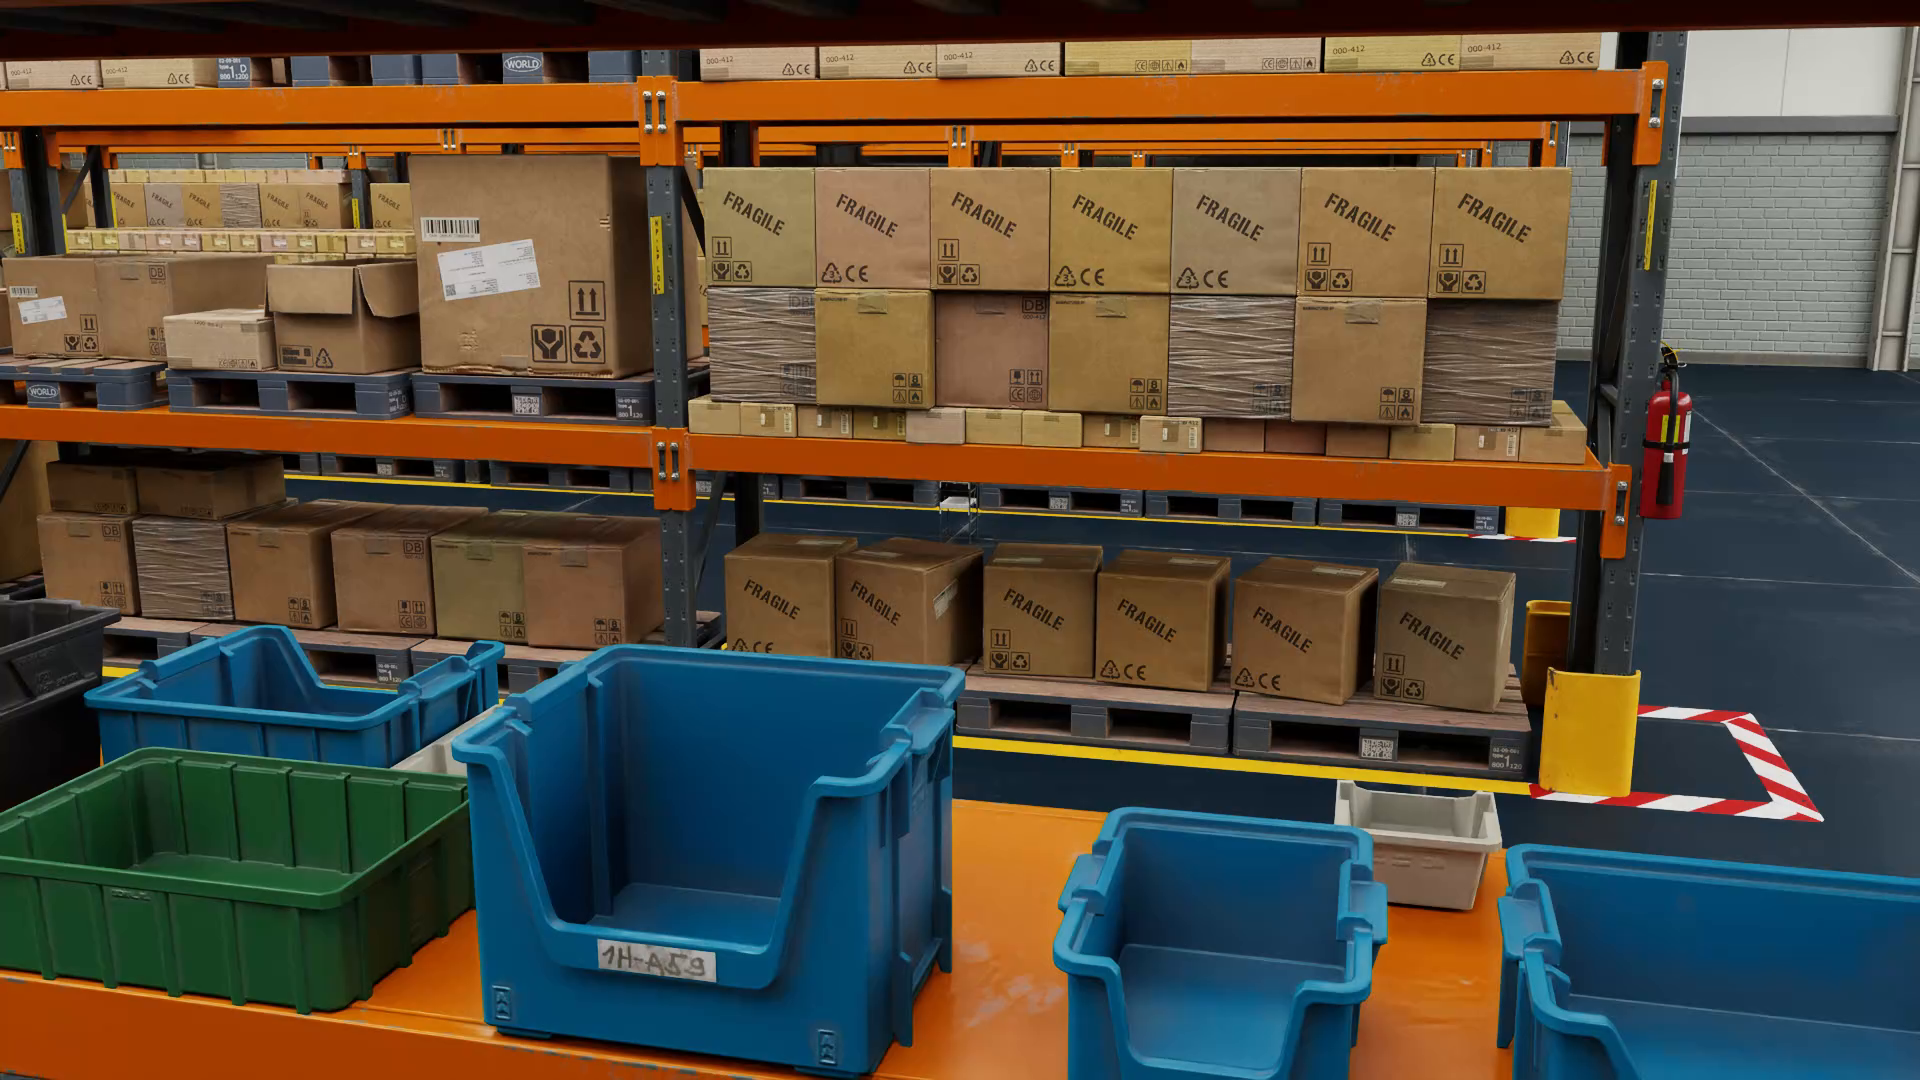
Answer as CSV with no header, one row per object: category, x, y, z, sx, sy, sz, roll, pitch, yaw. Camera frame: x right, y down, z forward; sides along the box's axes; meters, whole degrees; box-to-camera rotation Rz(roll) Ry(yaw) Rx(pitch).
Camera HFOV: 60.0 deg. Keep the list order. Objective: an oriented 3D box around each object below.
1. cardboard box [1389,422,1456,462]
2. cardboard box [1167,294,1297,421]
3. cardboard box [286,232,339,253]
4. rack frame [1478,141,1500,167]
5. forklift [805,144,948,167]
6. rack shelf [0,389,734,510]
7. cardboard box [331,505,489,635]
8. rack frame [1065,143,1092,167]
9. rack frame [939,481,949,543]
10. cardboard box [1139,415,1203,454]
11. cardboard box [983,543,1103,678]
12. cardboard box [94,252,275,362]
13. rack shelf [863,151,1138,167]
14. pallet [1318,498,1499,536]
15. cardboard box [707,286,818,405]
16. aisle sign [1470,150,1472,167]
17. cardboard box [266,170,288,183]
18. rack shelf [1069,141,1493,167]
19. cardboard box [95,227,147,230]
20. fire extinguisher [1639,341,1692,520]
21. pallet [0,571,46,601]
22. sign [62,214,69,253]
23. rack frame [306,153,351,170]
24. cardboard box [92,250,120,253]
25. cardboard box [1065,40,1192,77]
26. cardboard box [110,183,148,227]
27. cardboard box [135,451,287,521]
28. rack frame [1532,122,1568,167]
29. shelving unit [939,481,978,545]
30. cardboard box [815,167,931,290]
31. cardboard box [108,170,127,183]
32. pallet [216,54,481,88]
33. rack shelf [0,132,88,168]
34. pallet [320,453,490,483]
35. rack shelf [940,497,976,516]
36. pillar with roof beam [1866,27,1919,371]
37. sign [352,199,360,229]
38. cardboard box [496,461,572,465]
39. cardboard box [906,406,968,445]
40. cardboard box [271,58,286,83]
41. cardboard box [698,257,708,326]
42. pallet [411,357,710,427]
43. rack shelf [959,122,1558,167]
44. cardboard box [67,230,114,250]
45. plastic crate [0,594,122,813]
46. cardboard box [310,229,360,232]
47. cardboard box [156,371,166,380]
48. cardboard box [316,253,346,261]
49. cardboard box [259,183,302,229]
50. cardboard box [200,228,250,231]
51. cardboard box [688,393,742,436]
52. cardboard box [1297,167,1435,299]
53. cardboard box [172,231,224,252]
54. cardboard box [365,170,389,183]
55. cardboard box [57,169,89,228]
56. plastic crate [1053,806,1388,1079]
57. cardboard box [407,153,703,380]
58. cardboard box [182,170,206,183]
cardboard box,1.891,-0.429,6.820,0.250,0.149,0.380,3,13,14
cardboard box,1.198,-0.829,7.126,0.500,0.500,0.875,3,13,14
cardboard box,-5.109,-2.359,13.180,0.250,0.149,0.380,3,13,15
rack frame,5.089,-2.648,16.246,0.127,3.000,1.000,3,13,14
forklift,-0.545,-2.331,14.974,3.031,2.935,1.130,-1,13,-5
rack shelf,-3.111,-0.525,8.334,4.000,0.370,1.077,3,13,14
cardboard box,-2.762,0.139,8.436,0.500,0.500,0.700,2,13,9
rack frame,1.205,-2.856,17.182,0.127,3.000,1.000,3,13,14
rack frame,-0.107,-0.445,11.162,0.006,0.900,0.240,3,13,14
cardboard box,0.907,-0.469,7.002,0.250,0.149,0.380,3,13,14
cardboard box,0.389,0.316,7.685,0.500,0.500,0.500,2,13,9
cardboard box,-3.953,-1.206,8.544,0.500,0.500,0.700,5,13,22
rack shelf,0.449,-5.117,22.108,4.000,0.370,1.077,3,13,14
pallet,3.206,-0.266,11.945,1.213,0.211,1.003,3,13,14
cardboard box,-0.747,-0.930,7.582,0.500,0.500,0.875,3,13,14
aisle sign,6.268,-4.896,20.376,0.004,0.787,0.394,3,13,14
cardboard box,-7.657,-4.135,18.908,0.250,0.149,0.380,3,13,13
rack shelf,3.147,-3.865,16.467,4.000,0.370,1.077,3,13,14
cardboard box,-7.213,-2.618,14.346,0.250,0.149,0.380,4,13,16
fire extinguisher,2.715,-0.424,6.398,0.183,0.674,0.296,3,13,14
pallet,-5.800,0.325,9.282,1.213,0.211,1.003,3,13,14
sign,-4.932,-1.621,9.124,0.005,0.325,0.100,3,13,14
rack frame,-9.260,-4.523,24.694,0.127,3.000,1.000,3,13,14
cardboard box,-6.875,-2.309,13.640,0.250,0.149,0.380,3,13,15
cardboard box,0.715,-2.006,6.771,0.500,0.250,0.500,3,13,13
cardboard box,-9.544,-3.906,19.373,0.500,0.500,0.500,3,13,12
cardboard box,-3.877,-0.286,8.623,0.500,0.250,0.500,5,13,20
rack frame,4.001,-1.602,11.530,0.127,3.000,1.000,3,13,14
shelving unit,-0.008,-0.440,11.138,0.210,0.900,0.258,3,13,14
cardboard box,-0.307,-1.352,7.175,0.500,0.500,0.500,3,13,14
cardboard box,-9.670,-4.220,19.290,0.250,0.149,0.380,3,13,15
pallet,-2.751,-2.252,7.969,1.003,0.211,1.213,3,13,14
rack shelf,-9.591,-3.442,14.558,4.000,0.370,1.077,3,13,14
pallet,-4.524,-0.697,13.888,1.213,0.211,1.003,3,13,14
rack shelf,-0.008,-0.231,11.184,0.200,0.077,0.258,3,13,14
pillar with roof beam,10.608,-5.630,15.835,0.400,9.000,9.100,3,13,14
sign,-6.693,-3.616,18.424,0.005,0.325,0.100,3,13,14
cardboard box,-3.196,-1.074,13.372,0.750,0.750,1.050,3,13,13
cardboard box,-0.066,-0.520,7.230,0.250,0.149,0.380,3,13,14
cardboard box,-3.560,-2.348,8.314,0.500,0.250,0.500,3,13,15
cardboard box,-1.928,-1.908,12.677,0.500,0.500,0.500,3,13,13
pallet,-1.876,-0.749,8.126,1.213,0.211,1.003,3,13,14
rack shelf,2.059,-2.819,11.751,4.000,0.370,1.077,3,13,14
cardboard box,-7.105,-2.468,13.667,0.250,0.149,0.380,3,13,15
plastic crate,-1.878,0.354,2.858,0.504,0.338,0.767,3,13,14
cardboard box,-5.187,-2.510,13.857,0.250,0.149,0.380,4,13,16
cardboard box,-6.478,-1.455,13.936,0.500,0.250,0.500,3,13,15
cardboard box,-4.870,-2.202,13.155,0.250,0.149,0.380,3,13,15
cardboard box,-7.577,-3.803,18.909,0.500,0.500,0.500,3,13,13
cardboard box,-6.209,-2.563,14.099,0.250,0.149,0.380,3,13,12
cardboard box,-1.032,-0.575,7.480,0.250,0.149,0.380,3,13,14
cardboard box,1.634,-1.248,6.708,0.500,0.500,0.500,3,13,14
cardboard box,-6.122,-2.414,13.425,0.250,0.149,0.380,4,13,16
cardboard box,-6.806,-4.196,19.183,0.250,0.149,0.380,3,13,13
cardboard box,-8.029,-2.982,14.522,0.500,0.500,0.500,3,13,15
plastic crate,0.341,0.552,2.165,0.408,0.251,0.499,3,13,14
cardboard box,-1.907,-1.341,7.997,1.000,1.000,1.000,3,13,14
cardboard box,-8.671,-4.166,19.051,0.250,0.149,0.380,3,13,12
